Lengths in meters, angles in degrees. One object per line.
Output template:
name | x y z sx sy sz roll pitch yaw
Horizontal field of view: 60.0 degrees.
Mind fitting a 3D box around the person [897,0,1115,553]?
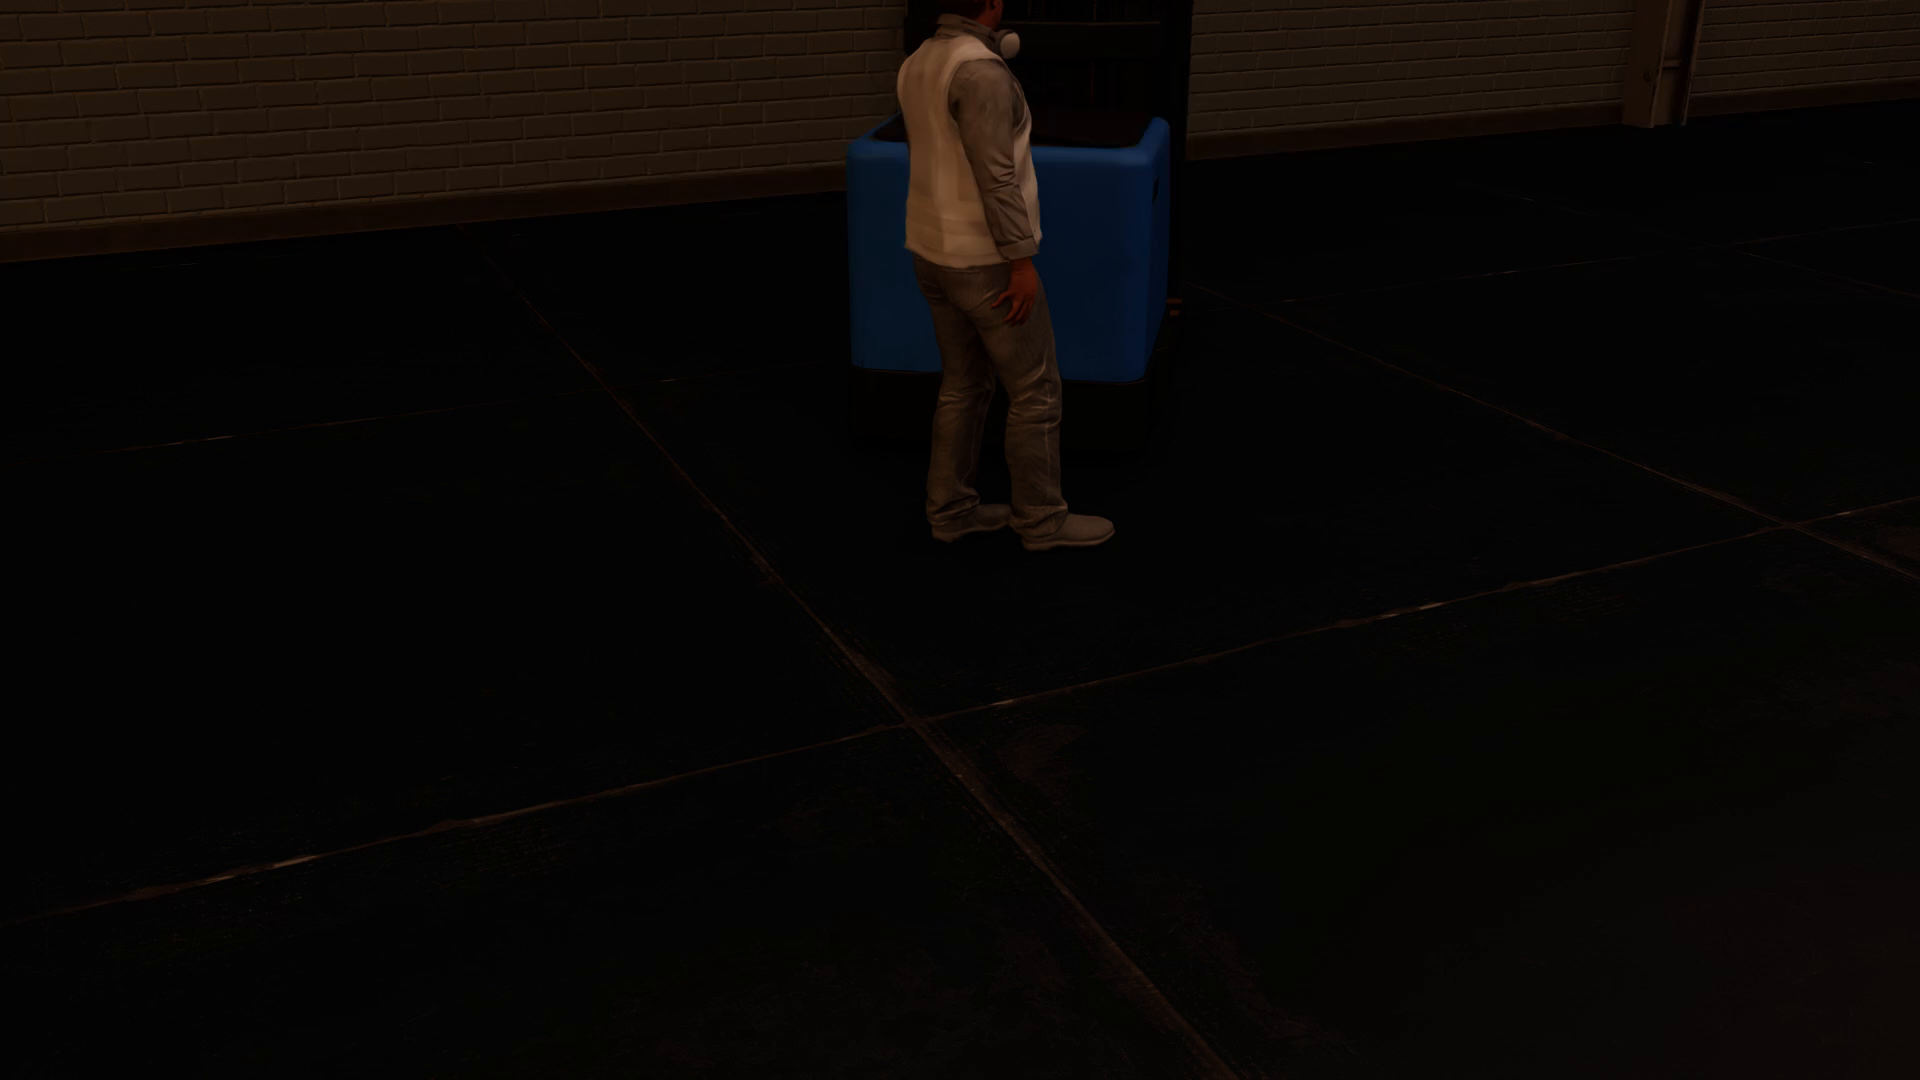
person | 0.111 -0.856 4.876 0.542 1.771 0.669 -12 25 -26

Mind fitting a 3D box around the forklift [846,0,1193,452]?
forklift | 0.389 -2.187 6.550 1.130 2.935 3.031 4 23 10
